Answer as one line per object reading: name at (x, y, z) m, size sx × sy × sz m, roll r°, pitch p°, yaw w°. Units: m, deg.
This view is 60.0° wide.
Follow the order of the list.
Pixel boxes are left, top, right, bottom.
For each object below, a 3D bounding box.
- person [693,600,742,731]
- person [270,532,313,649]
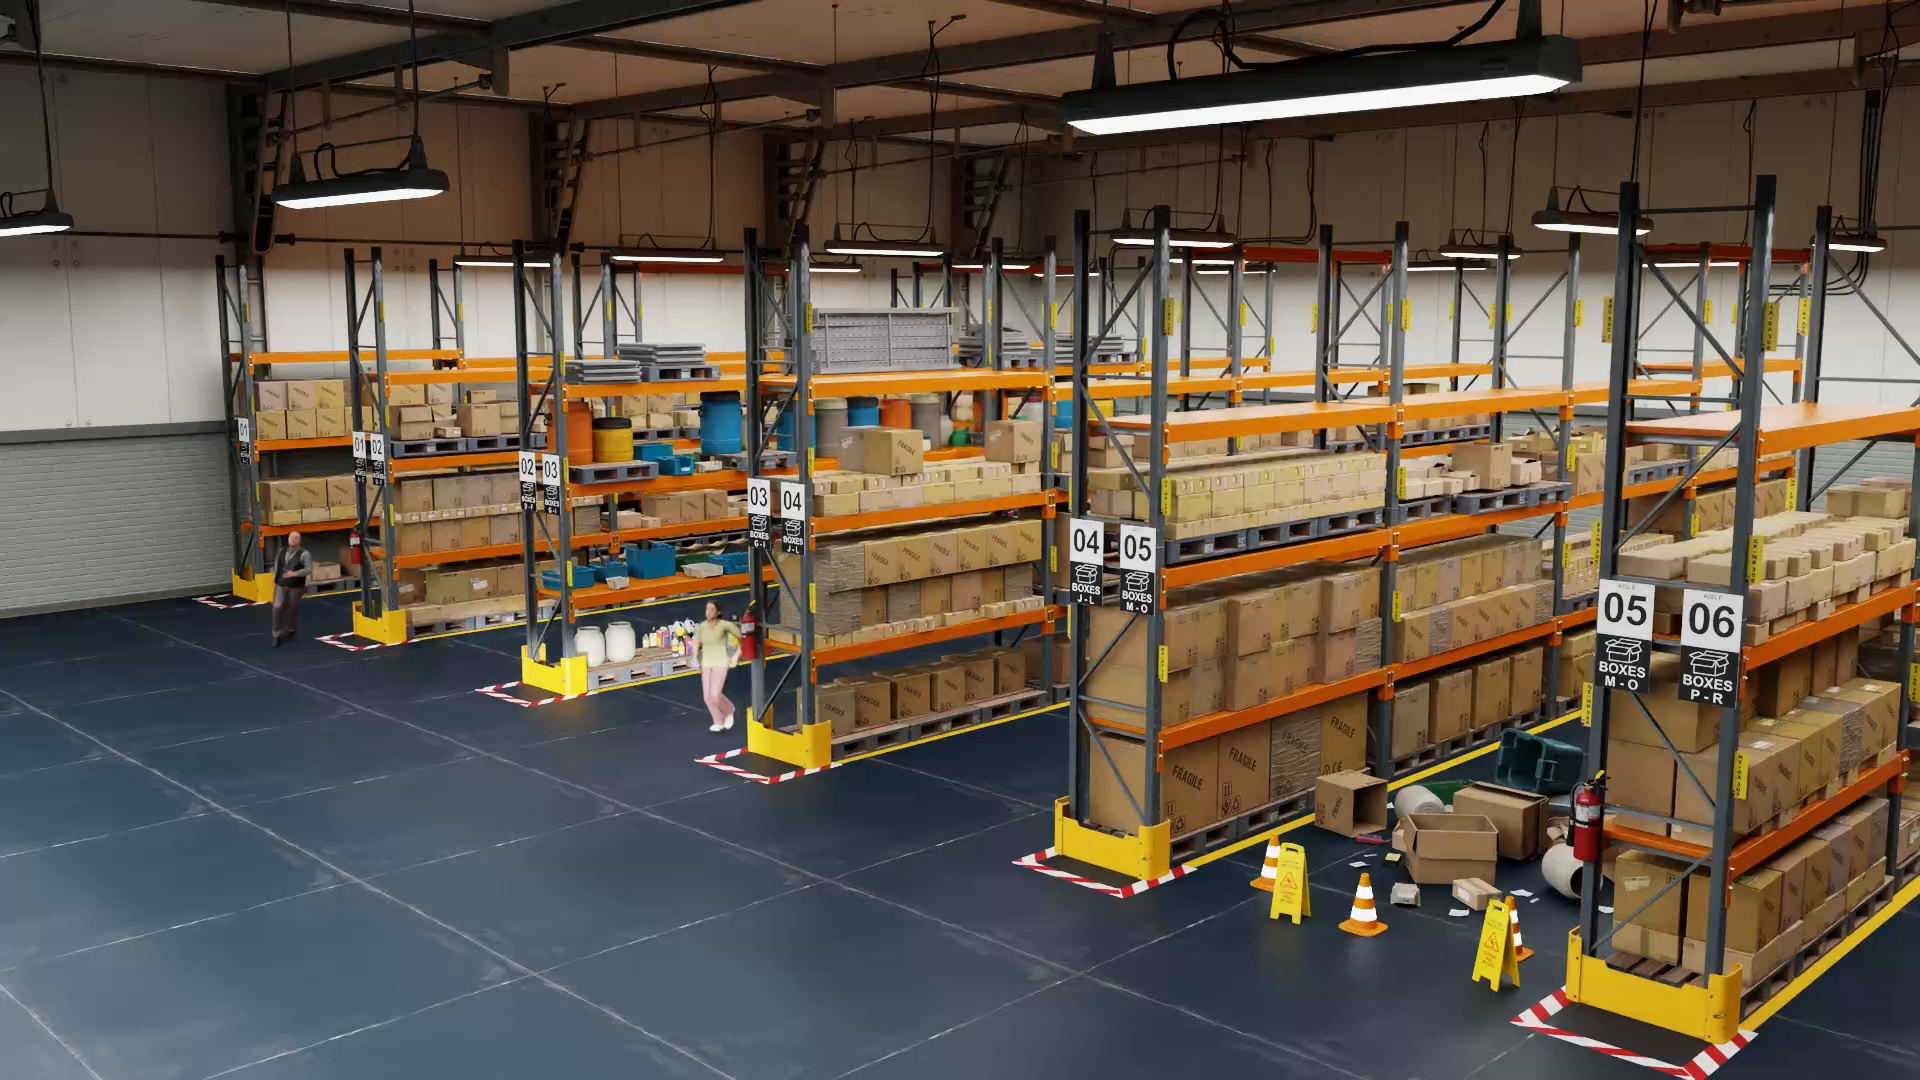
person at (-2.949, 1.523, 20.007) m, size 0.617 × 1.624 × 0.550 m, roll 3°, pitch 9°, yaw 21°
person at (-10.177, 0.735, 25.312) m, size 0.651 × 1.714 × 0.839 m, roll -1°, pitch 8°, yaw -6°
